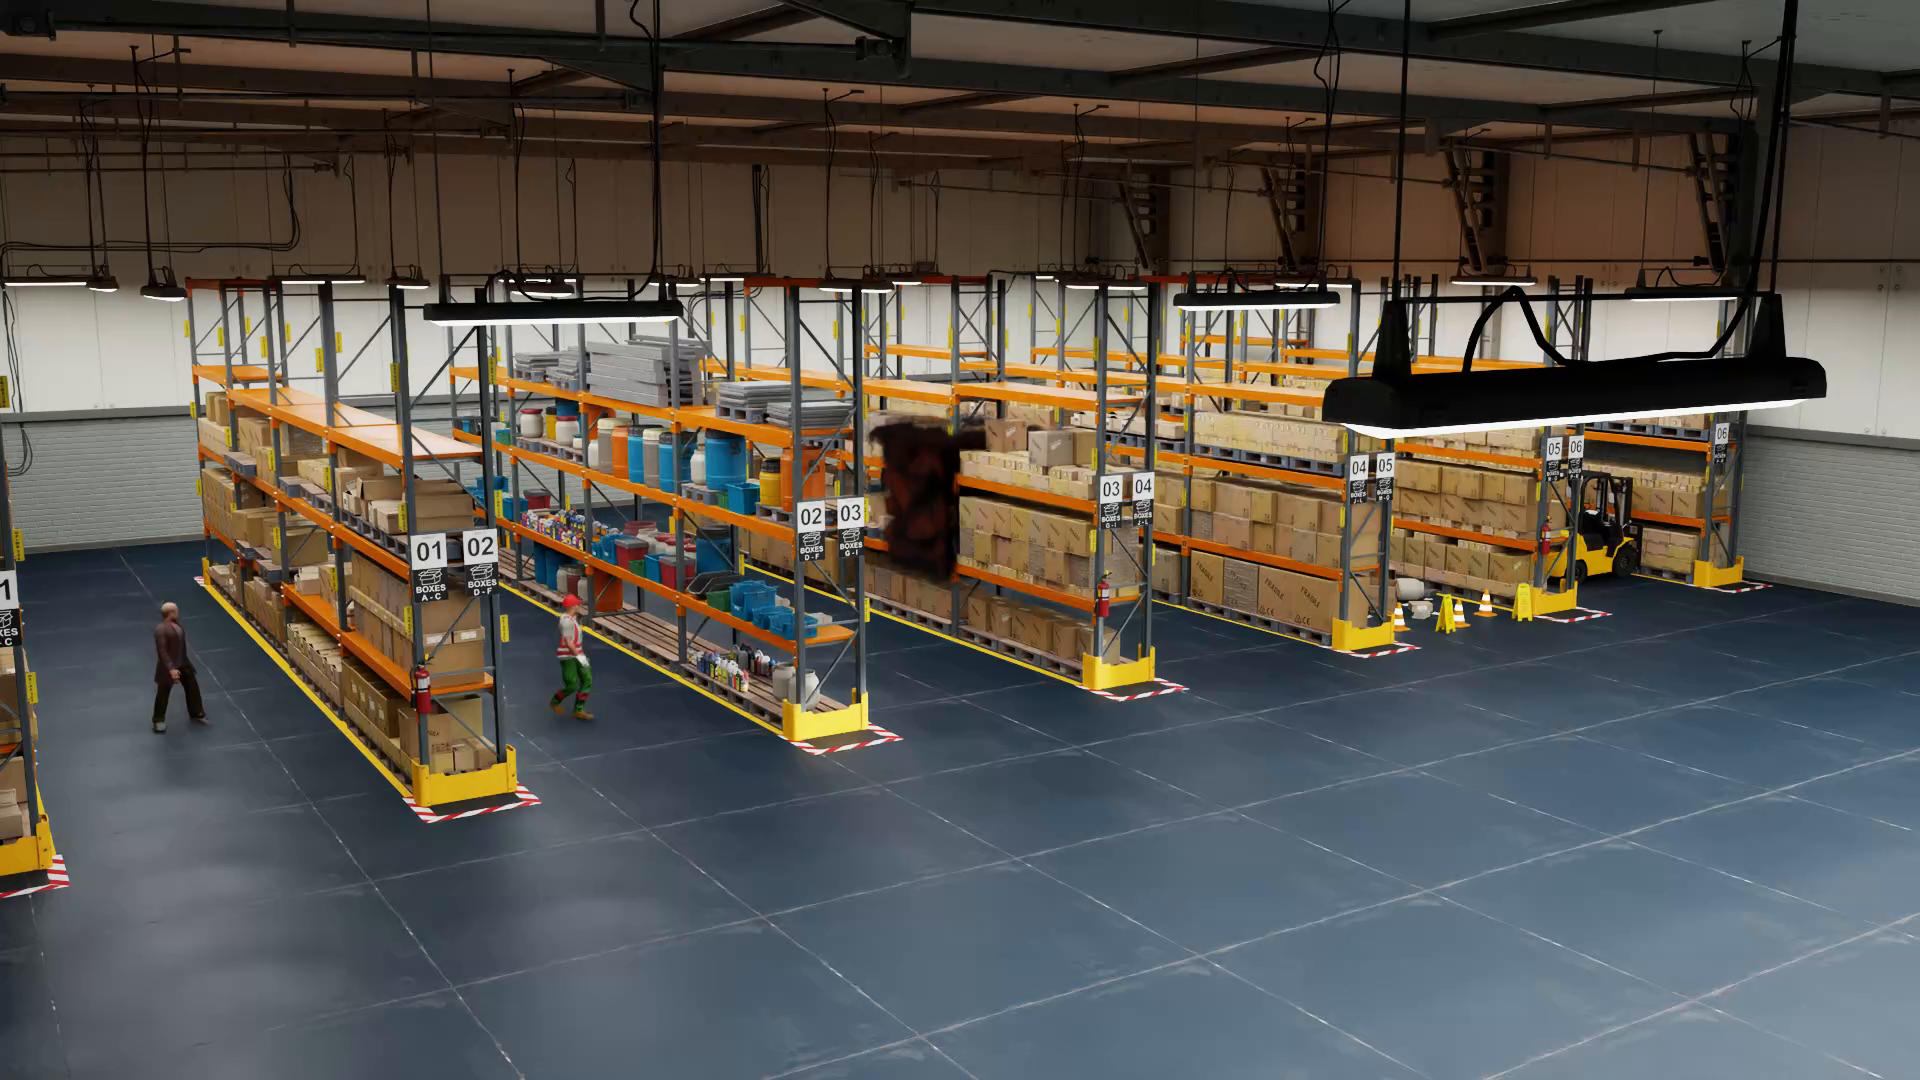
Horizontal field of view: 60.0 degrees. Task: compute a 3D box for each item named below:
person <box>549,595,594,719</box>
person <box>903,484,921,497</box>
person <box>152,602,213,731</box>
[{"bbox_3d":[-5.395,1.625,23.140,0.724,1.741,0.602,2,10,14],"label":"person"},{"bbox_3d":[-1.278,-1.632,42.729,0.775,1.626,0.521,-8,12,-38],"label":"person"},{"bbox_3d":[-10.689,1.731,22.653,0.662,1.833,0.710,3,10,19],"label":"person"}]
